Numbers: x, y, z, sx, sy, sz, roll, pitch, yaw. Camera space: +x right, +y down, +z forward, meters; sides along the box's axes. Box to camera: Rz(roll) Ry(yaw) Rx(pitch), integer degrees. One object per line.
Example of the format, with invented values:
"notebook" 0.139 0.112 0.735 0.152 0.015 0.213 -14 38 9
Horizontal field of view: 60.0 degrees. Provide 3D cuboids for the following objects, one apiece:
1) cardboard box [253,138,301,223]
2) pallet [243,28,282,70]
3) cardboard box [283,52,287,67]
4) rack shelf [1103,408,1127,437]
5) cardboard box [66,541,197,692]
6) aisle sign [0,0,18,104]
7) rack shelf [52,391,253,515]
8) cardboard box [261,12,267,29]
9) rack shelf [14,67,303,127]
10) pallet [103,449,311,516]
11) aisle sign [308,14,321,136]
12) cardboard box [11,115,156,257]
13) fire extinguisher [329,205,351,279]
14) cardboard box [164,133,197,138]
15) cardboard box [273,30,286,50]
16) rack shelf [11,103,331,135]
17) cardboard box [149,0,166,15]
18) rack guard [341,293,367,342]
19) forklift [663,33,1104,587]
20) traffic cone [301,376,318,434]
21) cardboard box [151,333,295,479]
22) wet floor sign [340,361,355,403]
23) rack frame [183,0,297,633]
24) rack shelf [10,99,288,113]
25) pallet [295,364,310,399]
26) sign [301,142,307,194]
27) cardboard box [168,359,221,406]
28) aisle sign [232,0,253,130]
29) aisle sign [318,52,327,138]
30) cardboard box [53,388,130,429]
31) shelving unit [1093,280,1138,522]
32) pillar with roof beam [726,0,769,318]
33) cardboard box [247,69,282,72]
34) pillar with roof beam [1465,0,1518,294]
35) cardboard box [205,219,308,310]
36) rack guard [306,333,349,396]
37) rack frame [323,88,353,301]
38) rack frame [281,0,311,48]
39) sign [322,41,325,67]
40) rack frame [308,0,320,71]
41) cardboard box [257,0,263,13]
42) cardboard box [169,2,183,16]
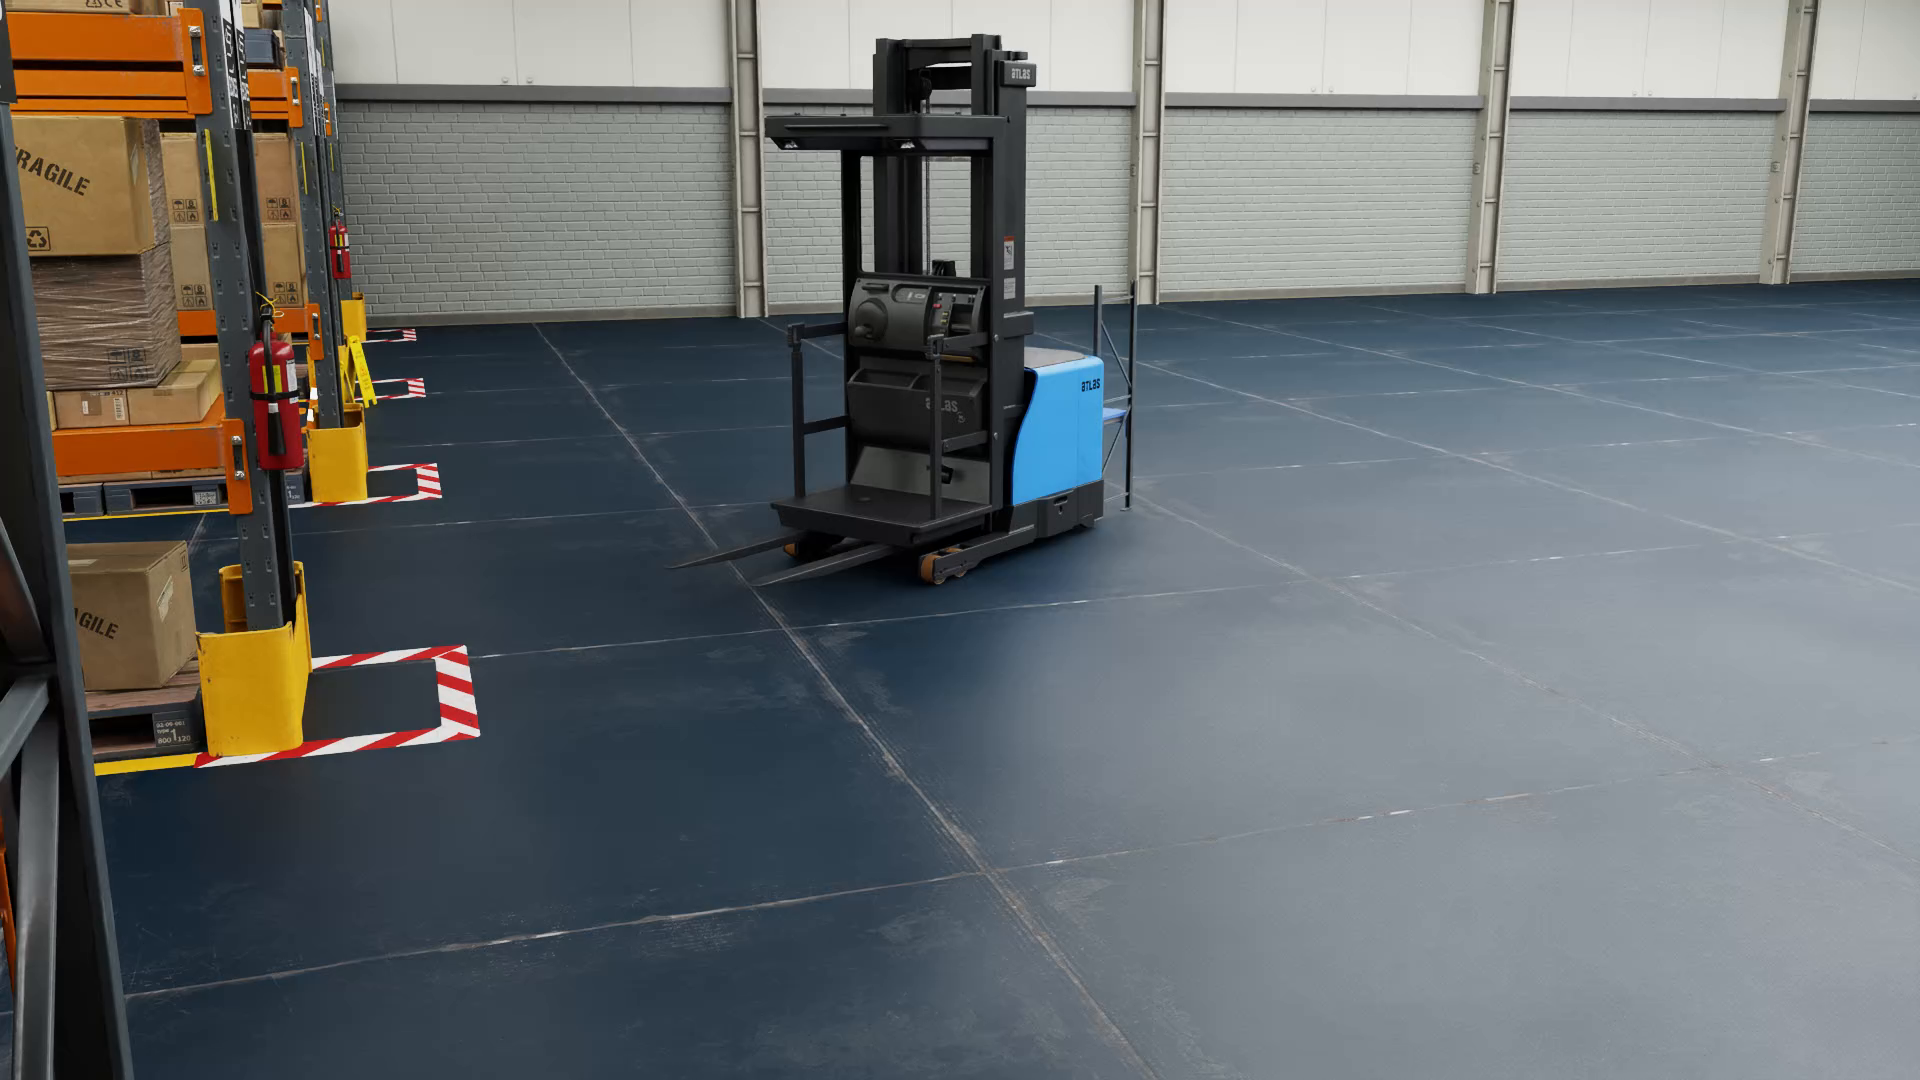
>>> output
"cardboard box" -4.756 -2.420 11.177 0.550 0.550 0.875 -4 14 -18
"pallet" -5.092 -3.200 10.822 1.213 0.211 1.003 -4 14 -18
"cardboard box" -7.995 -5.682 19.726 0.500 0.500 0.500 -4 14 -16
"rack shelf" 0.572 -0.788 10.992 1.000 0.185 0.538 9 16 34
"cardboard box" -3.503 0.309 6.857 0.500 0.500 0.500 -2 14 -8
"aisle sign" -1.351 -0.993 2.219 0.004 0.787 0.394 -4 14 -18
"rack shelf" -4.801 -0.248 6.257 4.000 0.370 1.077 -4 14 -18
"cardboard box" -4.819 -3.476 11.210 0.250 0.149 0.380 -4 14 -18
"rack shelf" -6.287 -2.802 10.515 4.000 0.370 1.077 -4 14 -18
"pallet" -5.125 -0.408 11.401 1.213 0.211 1.003 -4 14 -18
"aisle sign" -4.420 -3.176 11.397 0.004 0.787 0.394 -4 14 -18
"cardboard box" -3.348 -1.330 6.234 0.500 0.500 0.500 -4 14 -18
"fire extinguisher" -5.811 -2.789 15.551 0.183 0.674 0.296 -4 14 -18
"cardboard box" -6.963 -3.477 15.260 0.500 0.500 0.700 -4 14 -18
"cardboard box" -6.293 -4.554 15.144 0.250 0.149 0.380 -4 14 -18
"rack shelf" -9.549 -4.969 19.623 4.000 0.370 1.077 -4 14 -18
"cardboard box" -3.445 -2.153 6.553 0.500 0.250 0.500 -4 14 -16
"rack guard" -7.630 -2.793 20.804 0.348 0.500 1.175 -4 14 -18
"forklift" -0.374 -1.308 9.310 1.130 2.935 3.031 10 16 35
"traffic cone" -5.386 -1.152 13.984 0.334 0.463 0.336 -4 14 -18
"cardboard box" -5.014 -0.947 11.325 0.875 0.875 0.875 -4 14 -18
"wet floor sign" -4.996 -1.132 13.506 0.232 0.644 0.267 -7 15 -28
"rack frame" -2.906 -0.745 6.794 0.127 3.000 1.000 -4 14 -18
"rack shelf" -7.962 -3.881 15.047 4.000 0.370 1.077 -4 14 -18
"pallet" -6.920 -1.504 16.011 1.213 0.211 1.003 -4 14 -18
"sign" -4.232 -2.399 10.733 0.005 0.325 0.100 -4 14 -18
"cardboard box" -3.252 -0.654 6.955 0.250 0.149 0.380 -4 14 -18
"aisle sign" -2.943 -2.080 6.789 0.004 0.787 0.394 -4 14 -18
"aisle sign" -6.107 -4.256 15.936 0.004 0.787 0.394 -4 14 -18
"cardboard box" -3.347 -0.539 6.468 0.250 0.149 0.380 -4 14 -18
"shelving unit" 0.572 -0.963 10.951 1.048 1.500 0.538 9 16 34
"pillar with roof beam" -1.541 -6.571 18.320 0.400 9.000 9.100 -4 14 -18
"cardboard box" -6.465 -4.353 15.160 0.500 0.250 0.500 -5 14 -19
"pillar with roof beam" 9.833 -7.456 22.044 0.400 9.000 9.100 -4 14 -18
"cardboard box" -4.729 -1.876 11.225 0.550 0.550 0.875 -4 14 -18
"rack guard" -6.138 -1.697 16.197 0.348 0.500 1.175 -4 14 -18
"rack frame" -7.653 -4.007 20.507 0.127 3.000 1.000 -4 14 -18
"rack frame" -4.392 -4.759 10.705 0.127 3.000 1.000 -4 14 -18
"sign" -7.493 -5.739 19.562 0.005 0.325 0.100 -4 14 -18
"rack frame" -6.066 -5.837 15.238 0.127 3.000 1.000 -4 14 -18
"cardboard box" -4.931 -3.645 11.062 0.500 0.250 0.500 -4 14 -18
"cardboard box" -4.838 -3.313 10.528 0.250 0.149 0.380 -4 14 -18
